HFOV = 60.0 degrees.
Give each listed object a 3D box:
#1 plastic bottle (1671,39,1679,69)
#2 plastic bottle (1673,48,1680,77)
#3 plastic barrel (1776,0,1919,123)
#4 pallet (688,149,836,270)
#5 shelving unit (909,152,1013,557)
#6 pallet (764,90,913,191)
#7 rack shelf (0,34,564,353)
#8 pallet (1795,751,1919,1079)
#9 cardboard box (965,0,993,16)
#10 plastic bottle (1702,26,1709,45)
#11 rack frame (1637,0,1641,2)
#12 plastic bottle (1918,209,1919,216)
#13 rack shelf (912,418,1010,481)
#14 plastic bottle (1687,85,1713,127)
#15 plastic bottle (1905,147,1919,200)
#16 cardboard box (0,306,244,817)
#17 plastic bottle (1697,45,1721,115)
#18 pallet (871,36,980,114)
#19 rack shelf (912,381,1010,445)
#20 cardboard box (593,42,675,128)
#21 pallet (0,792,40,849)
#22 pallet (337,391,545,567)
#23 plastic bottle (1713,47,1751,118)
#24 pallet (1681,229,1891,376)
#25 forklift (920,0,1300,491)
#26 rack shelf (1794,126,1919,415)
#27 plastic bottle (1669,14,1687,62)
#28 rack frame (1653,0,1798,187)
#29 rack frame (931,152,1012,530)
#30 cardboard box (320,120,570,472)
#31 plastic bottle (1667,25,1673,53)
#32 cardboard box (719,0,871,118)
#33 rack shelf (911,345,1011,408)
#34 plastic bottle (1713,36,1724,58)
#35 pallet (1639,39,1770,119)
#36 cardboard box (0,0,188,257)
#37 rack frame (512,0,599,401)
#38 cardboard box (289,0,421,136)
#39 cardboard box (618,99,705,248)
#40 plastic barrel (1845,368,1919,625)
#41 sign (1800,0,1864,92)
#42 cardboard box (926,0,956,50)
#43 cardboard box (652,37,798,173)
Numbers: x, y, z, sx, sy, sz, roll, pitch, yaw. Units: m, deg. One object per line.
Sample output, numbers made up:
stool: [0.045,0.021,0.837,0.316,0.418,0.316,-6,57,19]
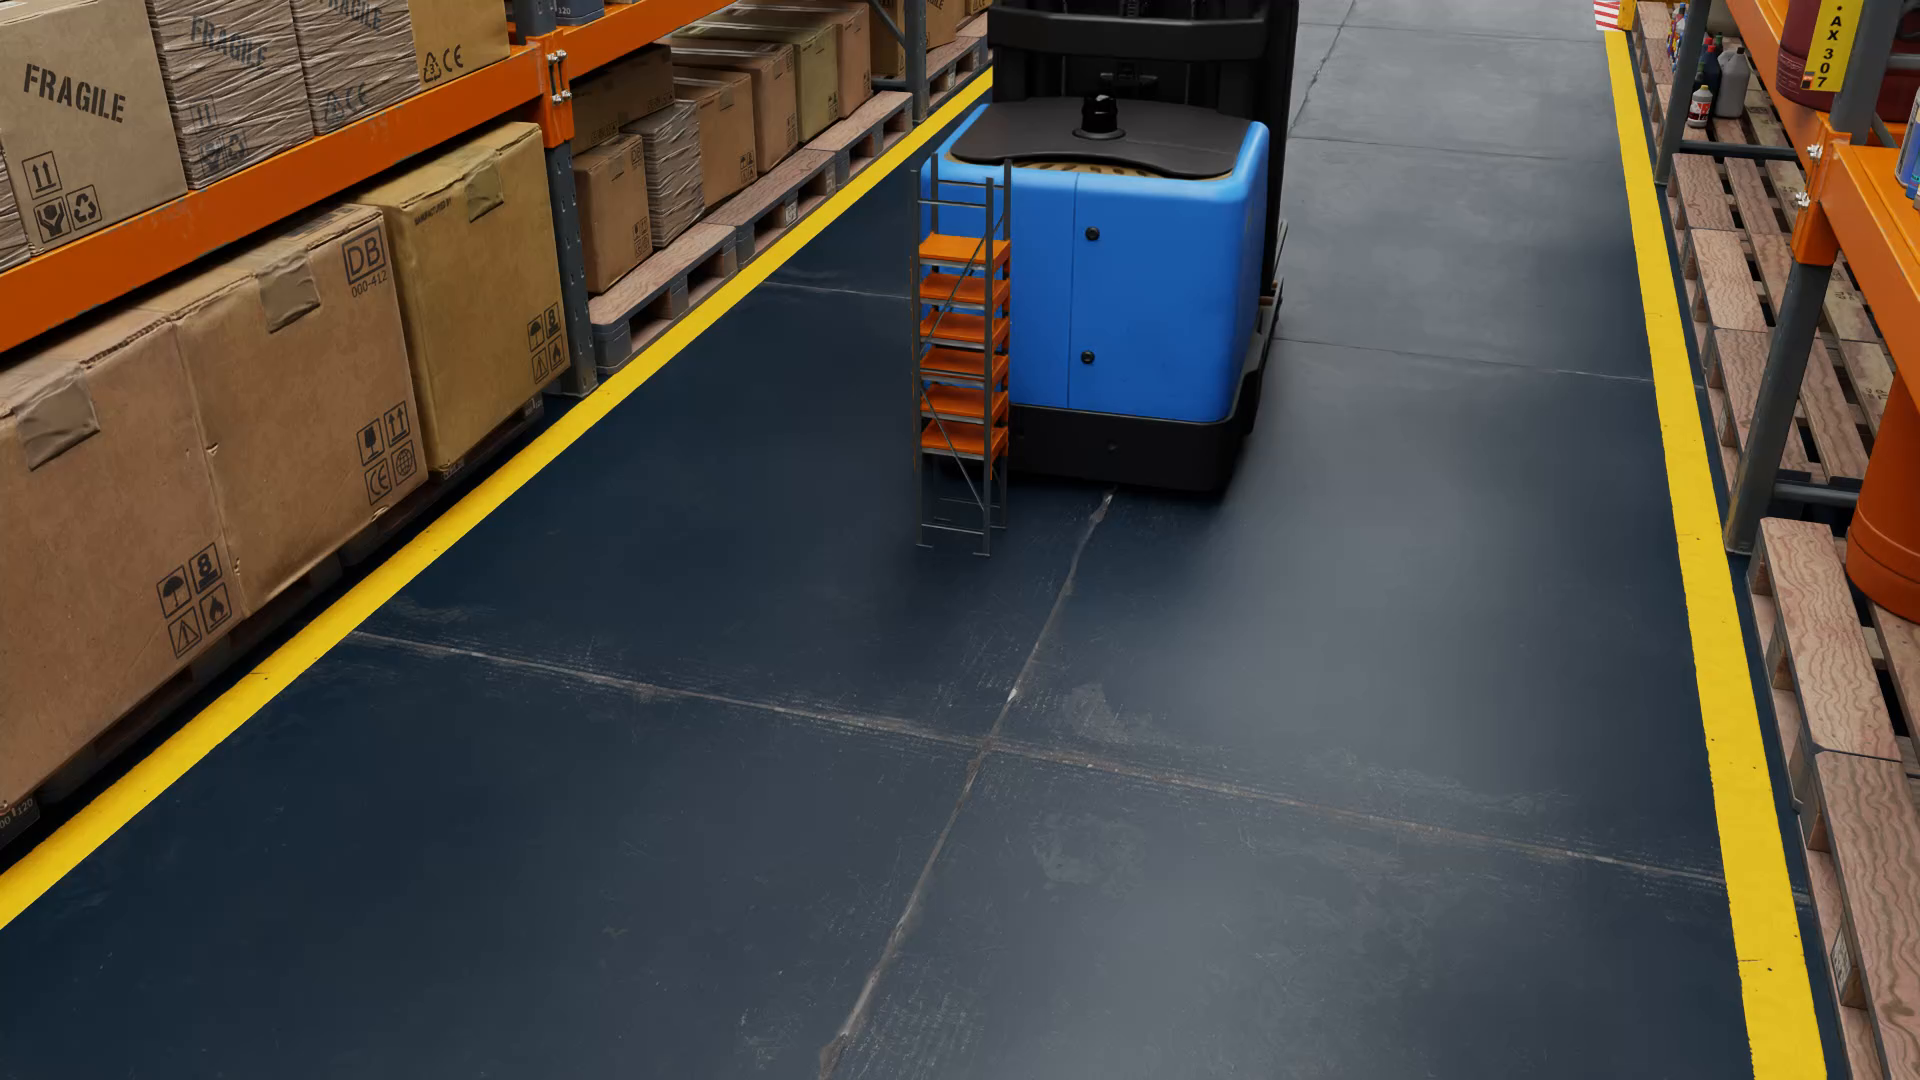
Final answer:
plastic bottle: [4.233,-2.859,9.730,0.097,0.201,0.097,0,29,0]
plastic bottle: [4.173,-2.764,9.559,0.097,0.201,0.097,0,29,0]
plastic barrel: [2.721,-1.540,4.794,0.600,0.536,0.708,8,30,15]
pallet: [-1.270,-1.638,7.978,1.003,0.211,1.213,8,30,15]
shelving unit: [0.004,-0.531,4.970,0.258,1.200,0.189,8,30,15]
pallet: [-0.913,-2.207,9.000,1.003,0.211,1.213,8,30,15]
rack shelf: [-2.448,-0.685,4.136,1.077,0.370,4.000,8,30,15]
pallet: [2.323,0.934,3.354,1.003,0.211,1.213,8,30,15]
cardboard box: [-0.056,-3.879,11.277,0.500,0.500,0.500,11,31,20]
plastic bottle: [4.113,-2.695,9.282,0.144,0.351,0.185,8,30,15]
rack frame: [5.223,-4.940,11.044,1.000,3.000,0.127,8,30,15]
plastic bottle: [2.298,-0.870,3.848,0.061,0.283,0.133,8,30,15]
rack shelf: [0.004,-0.282,5.109,0.258,0.103,0.180,8,30,15]
plastic bottle: [3.857,-2.263,8.659,0.097,0.201,0.097,0,29,0]
plastic bottle: [2.378,-0.961,4.024,0.097,0.271,0.097,0,29,0]
cardboard box: [-2.604,-0.041,3.991,1.225,0.875,0.875,7,30,13]
plastic bottle: [3.962,-2.456,8.852,0.144,0.351,0.185,8,30,14]
pallet: [-0.523,-2.886,10.221,1.003,0.211,1.213,8,30,15]
rack shelf: [0.004,-0.387,5.050,0.258,0.103,0.180,8,30,15]
cardboard box: [-1.546,-1.920,6.963,0.500,0.250,0.500,12,31,20]
pallet: [-2.880,0.779,3.632,1.003,0.211,1.213,8,30,15]
pallet: [-2.164,-0.355,5.670,1.003,0.211,1.213,8,30,15]
plastic bottle: [4.100,-2.435,8.815,0.144,0.351,0.185,8,30,15]
pallet: [3.499,-0.923,6.692,1.003,0.211,1.213,8,30,15]
forklift: [0.719,-2.139,6.081,1.130,2.935,3.031,7,30,12]
rack shelf: [2.287,0.022,2.865,1.077,0.370,4.000,8,30,15]
plastic bottle: [4.292,-2.982,9.880,0.097,0.271,0.097,0,29,0]
rack frame: [4.048,-3.081,7.703,1.000,3.000,0.127,8,30,15]
rack frame: [0.031,-0.574,5.047,0.240,1.200,0.006,8,30,15]
cardboard box: [-2.083,-0.866,5.475,1.225,0.875,0.875,7,30,13]
plastic bottle: [4.362,-3.063,10.097,0.097,0.201,0.097,0,29,0]
cardboard box: [-0.887,-2.605,8.967,0.700,0.500,0.500,6,30,11]
rack shelf: [0.004,-0.492,4.992,0.258,0.103,0.180,8,30,15]
plastic bottle: [4.219,-2.663,9.293,0.061,0.283,0.133,8,30,15]
pallet: [4.642,-2.737,9.954,1.003,0.211,1.213,8,30,15]
cardboard box: [-2.220,-0.999,3.857,0.500,0.500,0.500,9,30,16]
rack frame: [-1.860,-1.929,5.632,1.000,3.000,0.127,8,30,15]
cardboard box: [-1.920,-1.477,4.717,0.500,0.500,0.500,8,30,14]
cardboard box: [-1.532,-1.603,7.164,0.700,0.500,0.500,6,30,11]
plastic barrel: [2.747,-0.227,4.374,0.600,0.830,0.708,8,30,15]
sign: [2.346,-1.369,4.457,0.100,0.325,0.005,8,30,15]
cardboard box: [-0.370,-3.326,10.283,0.500,0.500,0.500,19,34,30]
cardboard box: [-1.209,-2.126,8.105,0.700,0.500,0.500,6,30,11]
